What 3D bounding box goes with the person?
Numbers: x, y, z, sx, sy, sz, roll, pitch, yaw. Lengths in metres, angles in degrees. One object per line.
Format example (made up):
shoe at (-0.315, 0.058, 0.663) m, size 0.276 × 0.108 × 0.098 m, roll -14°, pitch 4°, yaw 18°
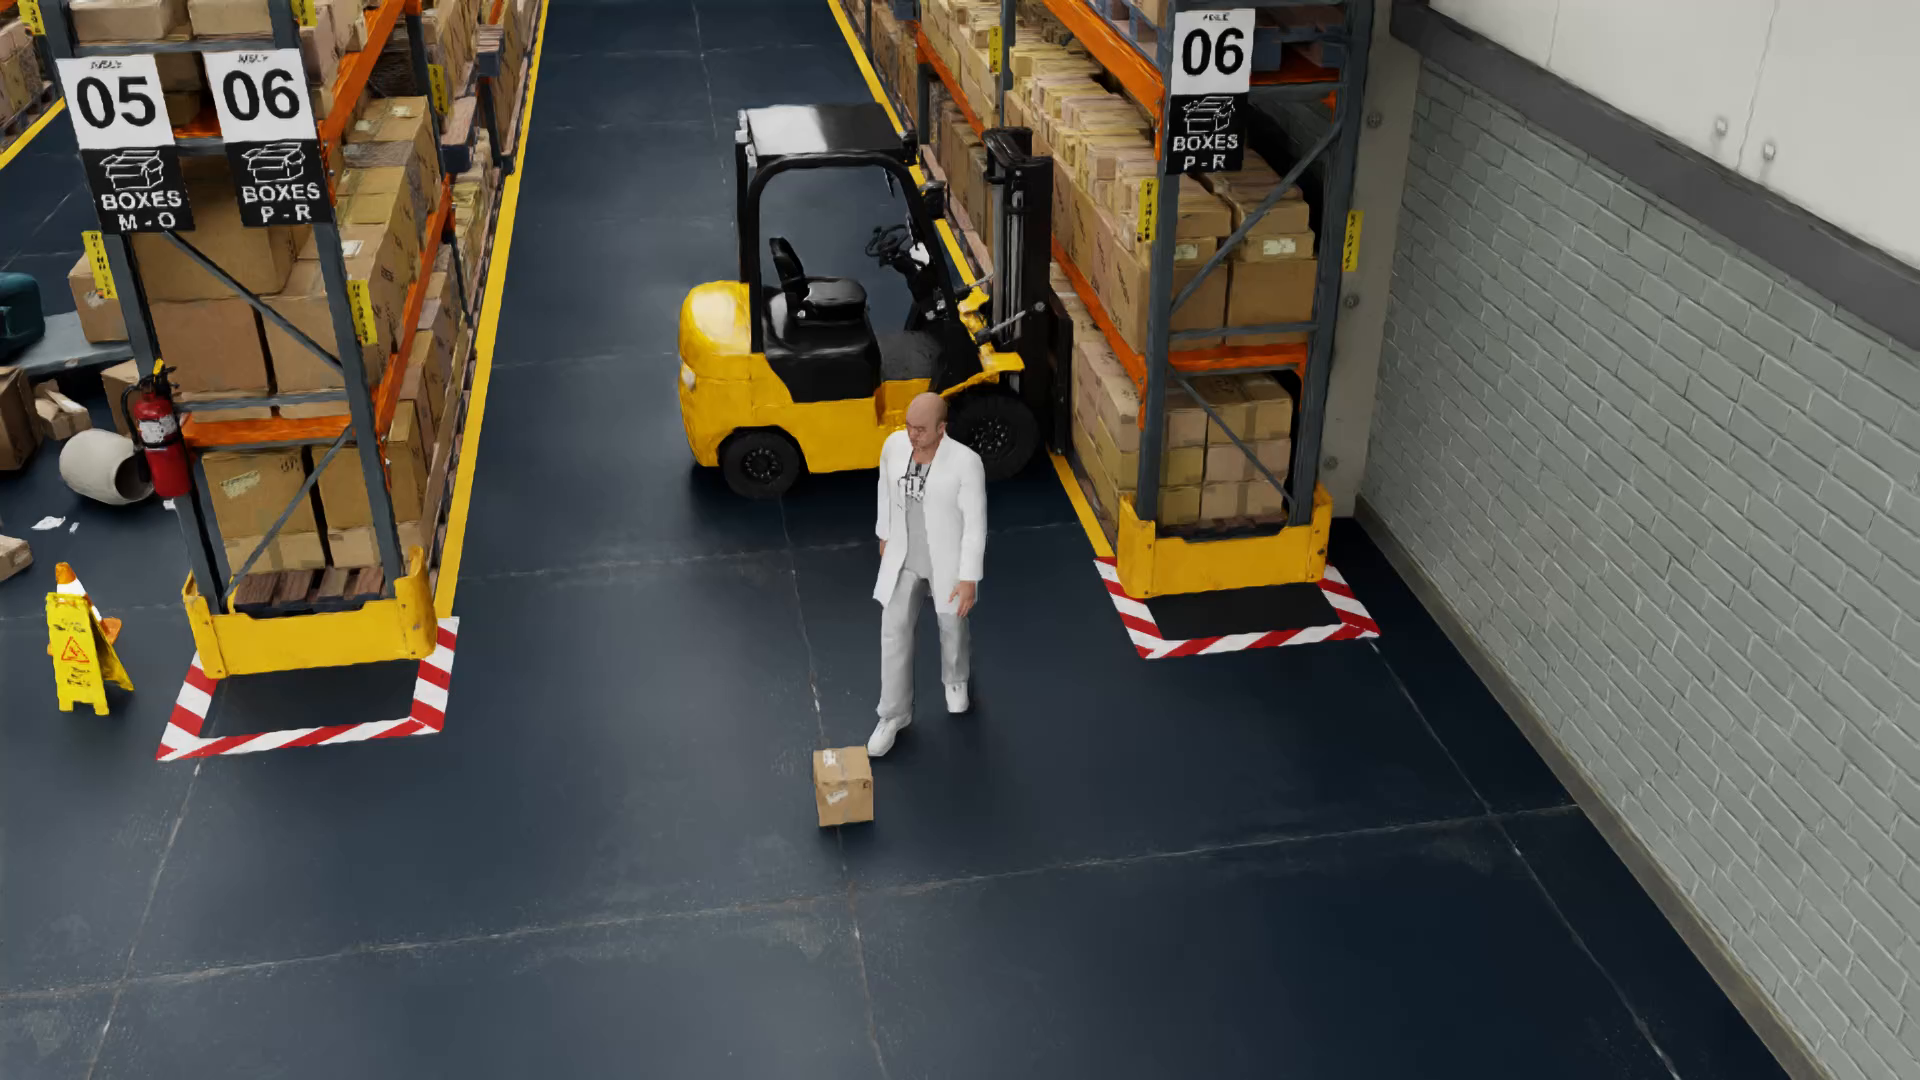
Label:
person at (-0.180, 0.136, 7.906) m, size 0.632 × 1.760 × 0.804 m, roll 10°, pitch 32°, yaw 17°
